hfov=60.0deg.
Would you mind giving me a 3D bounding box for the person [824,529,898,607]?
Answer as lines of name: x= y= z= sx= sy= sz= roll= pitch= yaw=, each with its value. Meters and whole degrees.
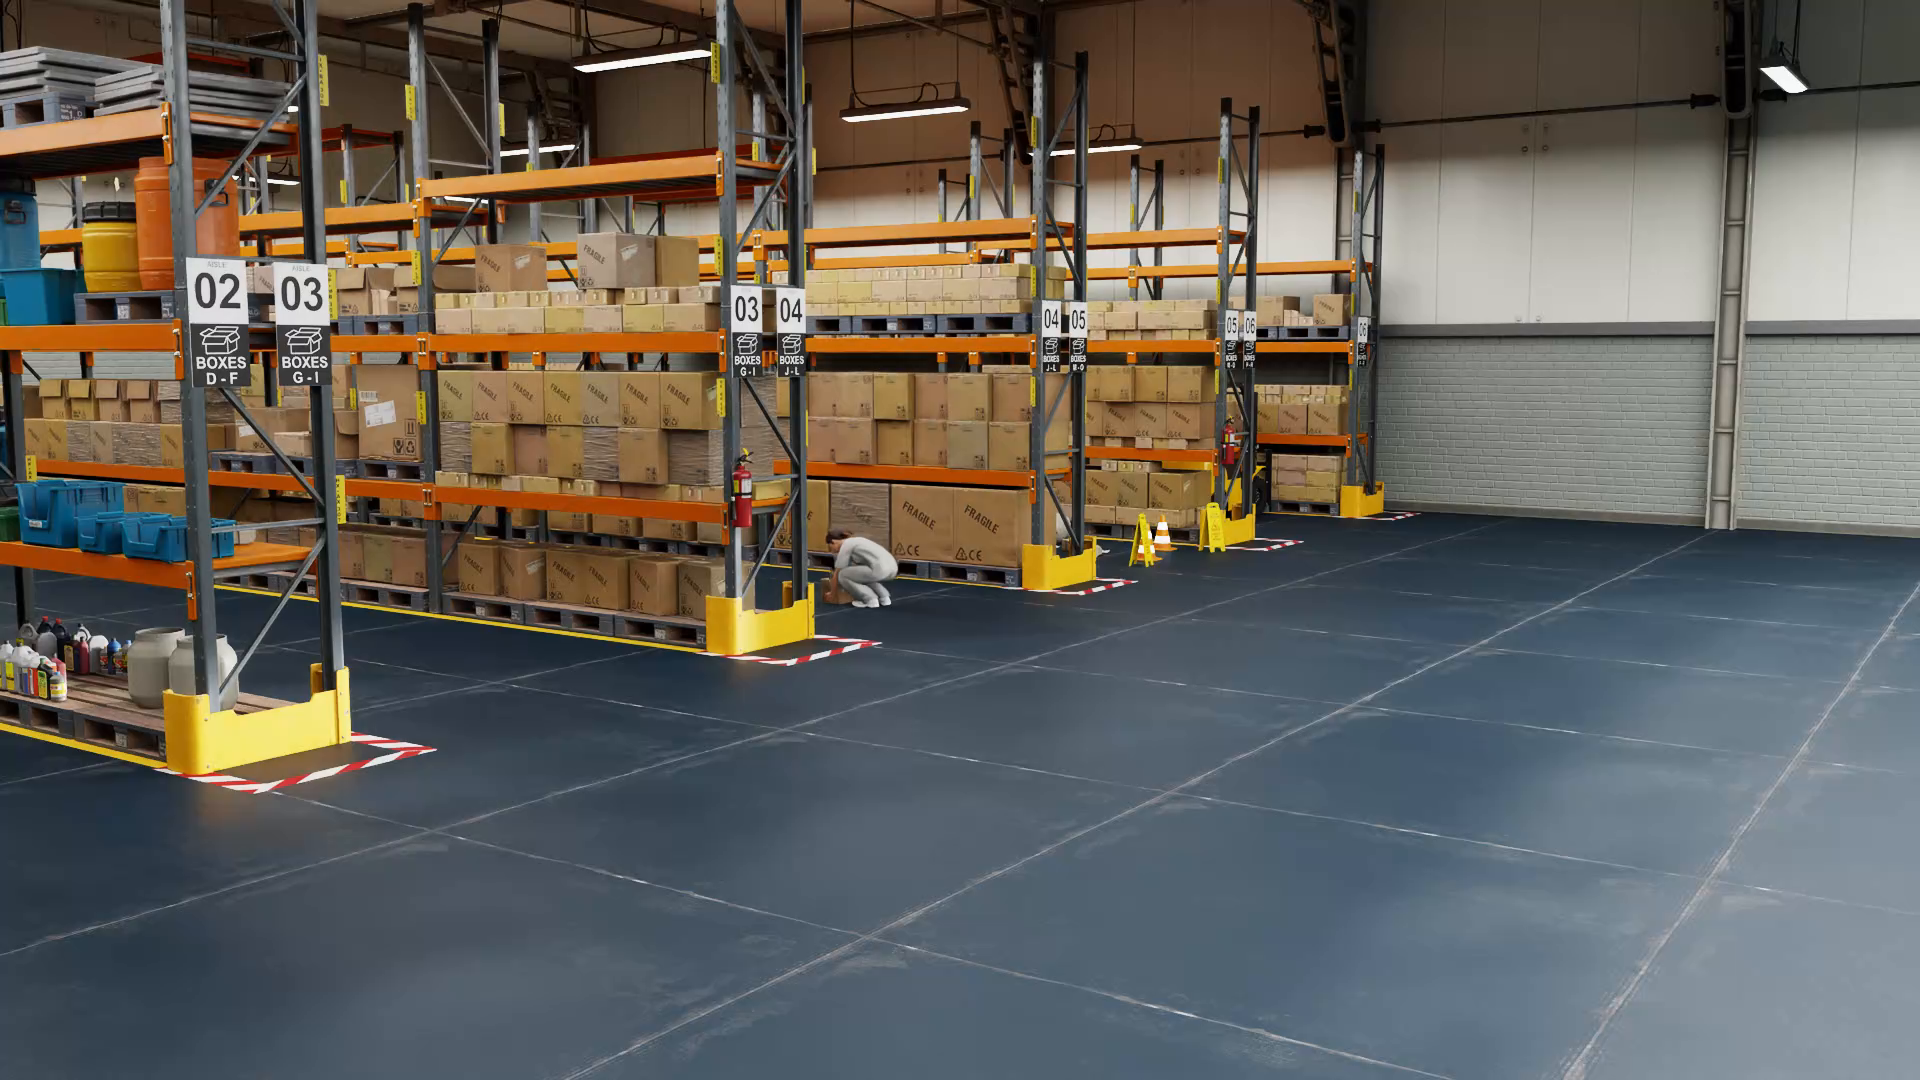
person: x=-1.040 y=0.298 z=17.398 sx=0.807 sy=0.806 sz=0.479 roll=4 pitch=8 yaw=34
